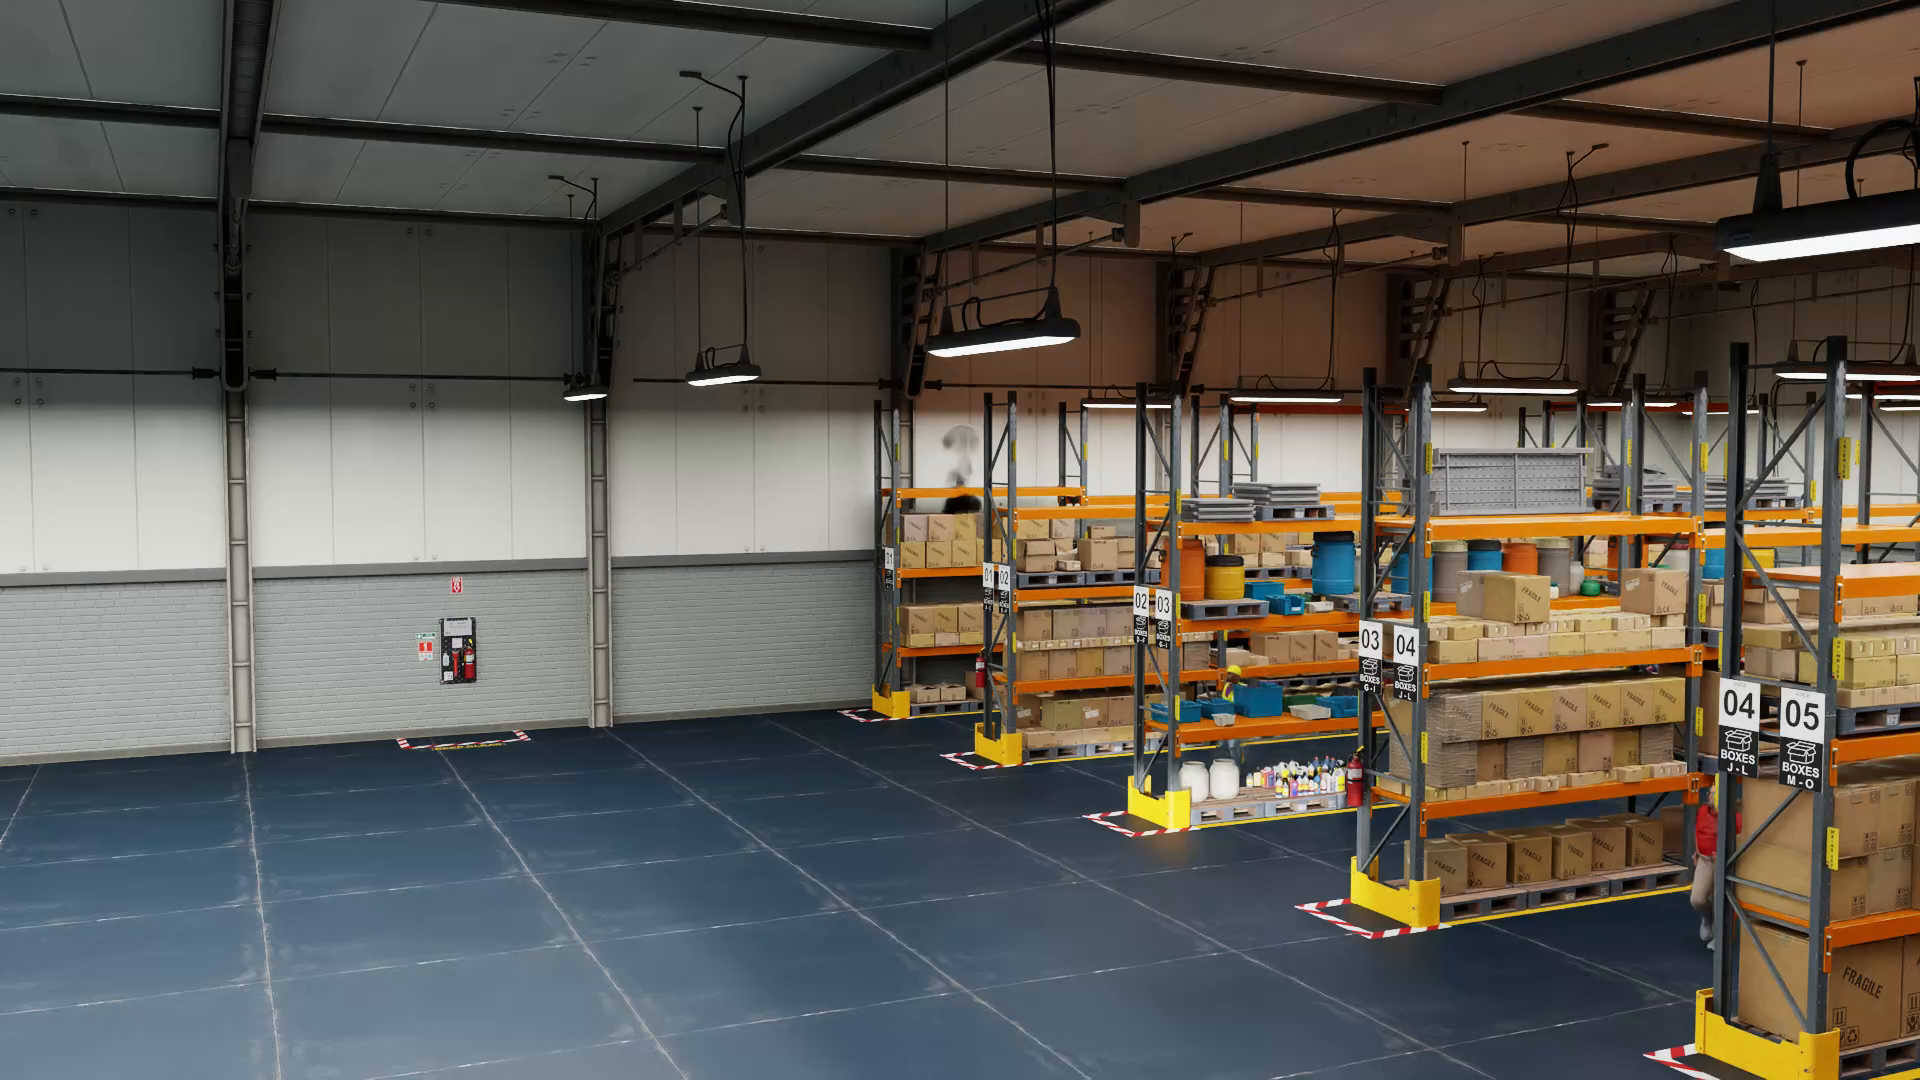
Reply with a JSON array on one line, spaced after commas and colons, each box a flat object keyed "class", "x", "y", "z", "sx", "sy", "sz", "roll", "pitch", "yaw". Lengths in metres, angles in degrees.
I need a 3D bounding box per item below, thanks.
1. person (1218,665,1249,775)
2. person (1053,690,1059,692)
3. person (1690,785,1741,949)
[{"class": "person", "x": 4.261, "y": 2.804, "z": 25.785, "sx": 0.617, "sy": 1.731, "sz": 0.686, "roll": -2, "pitch": 4, "yaw": -34}, {"class": "person", "x": 1.783, "y": 2.552, "z": 29.302, "sx": 0.912, "sy": 1.788, "sz": 0.690, "roll": -2, "pitch": 4, "yaw": -33}, {"class": "person", "x": 7.695, "y": 3.331, "z": 16.938, "sx": 0.609, "sy": 1.694, "sz": 0.644, "roll": -3, "pitch": 4, "yaw": -38}]
